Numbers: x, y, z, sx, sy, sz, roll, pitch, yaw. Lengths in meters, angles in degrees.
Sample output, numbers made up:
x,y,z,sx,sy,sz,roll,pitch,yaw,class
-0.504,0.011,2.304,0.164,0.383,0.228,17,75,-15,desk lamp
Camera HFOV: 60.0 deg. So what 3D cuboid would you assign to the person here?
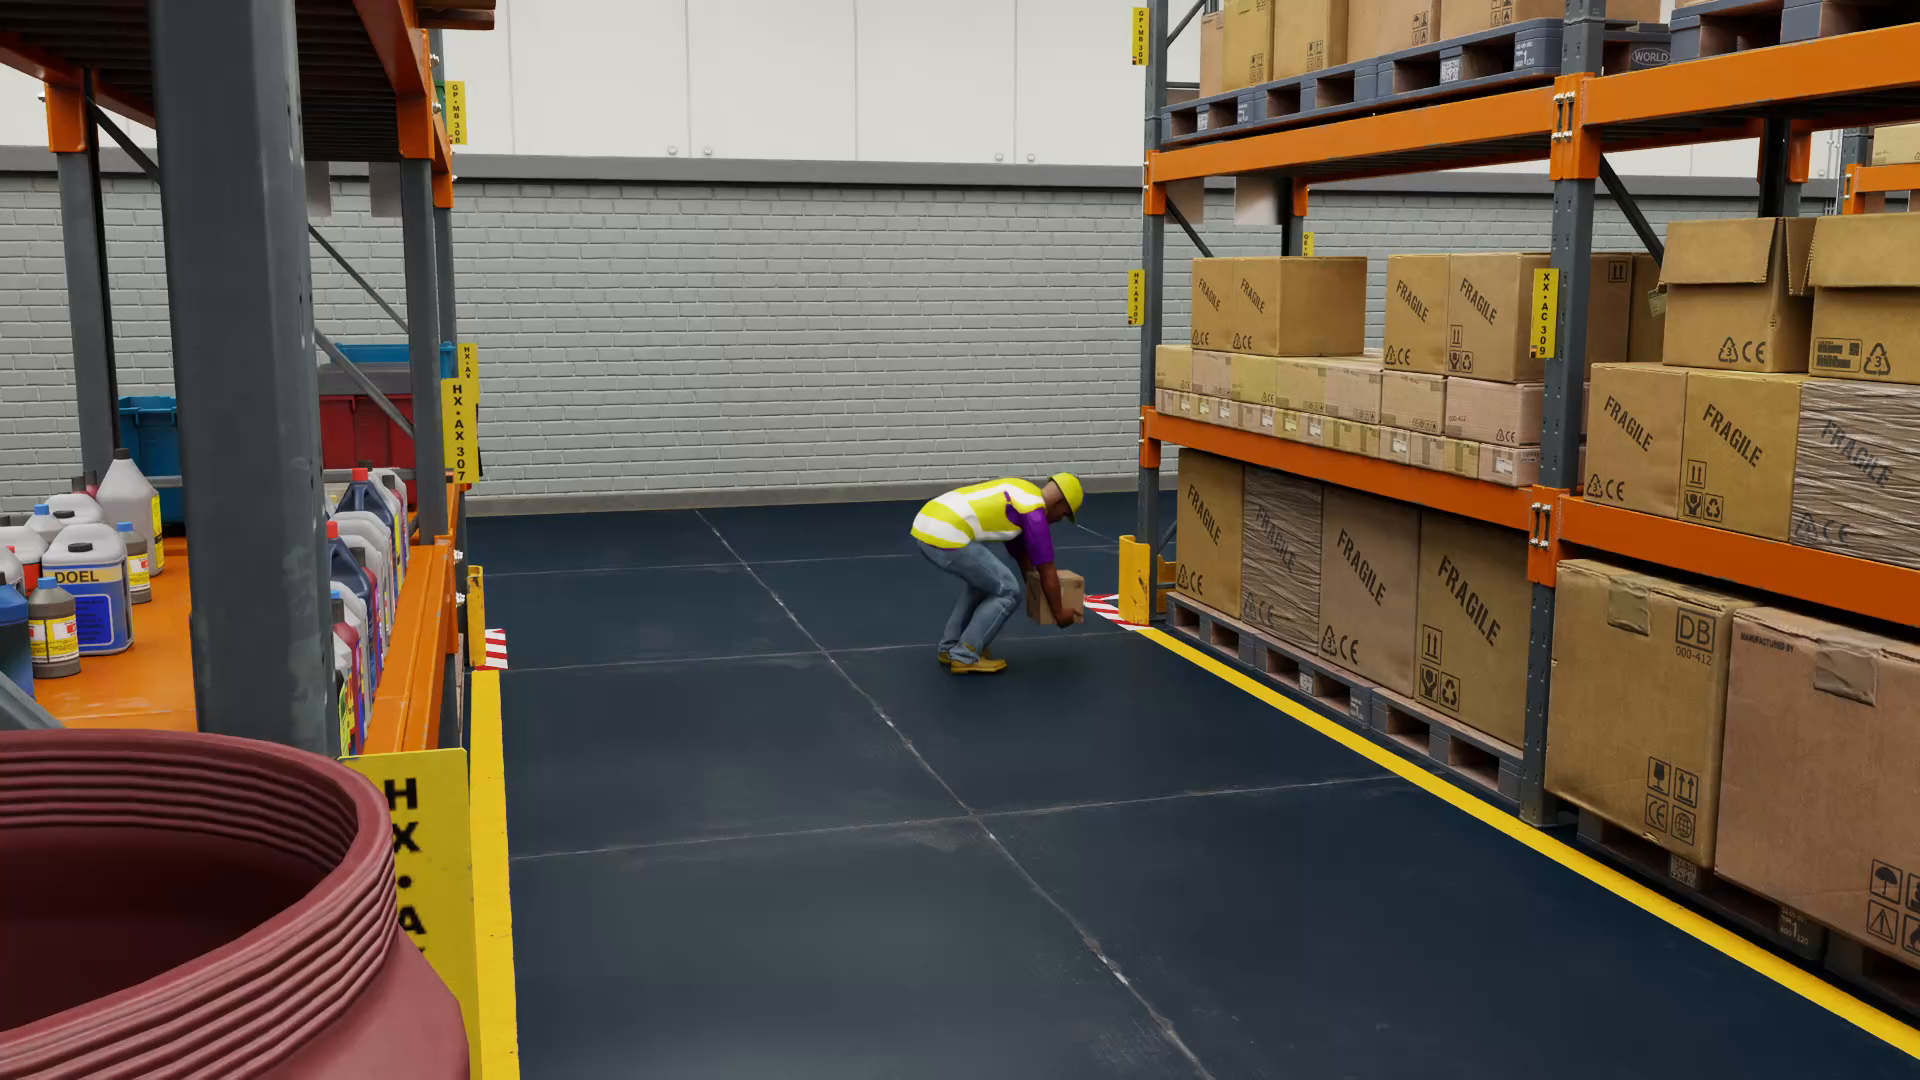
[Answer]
x,y,z,sx,sy,sz,roll,pitch,yaw,class
0.217,0.166,9.044,0.966,1.039,0.518,-3,10,-19,person
